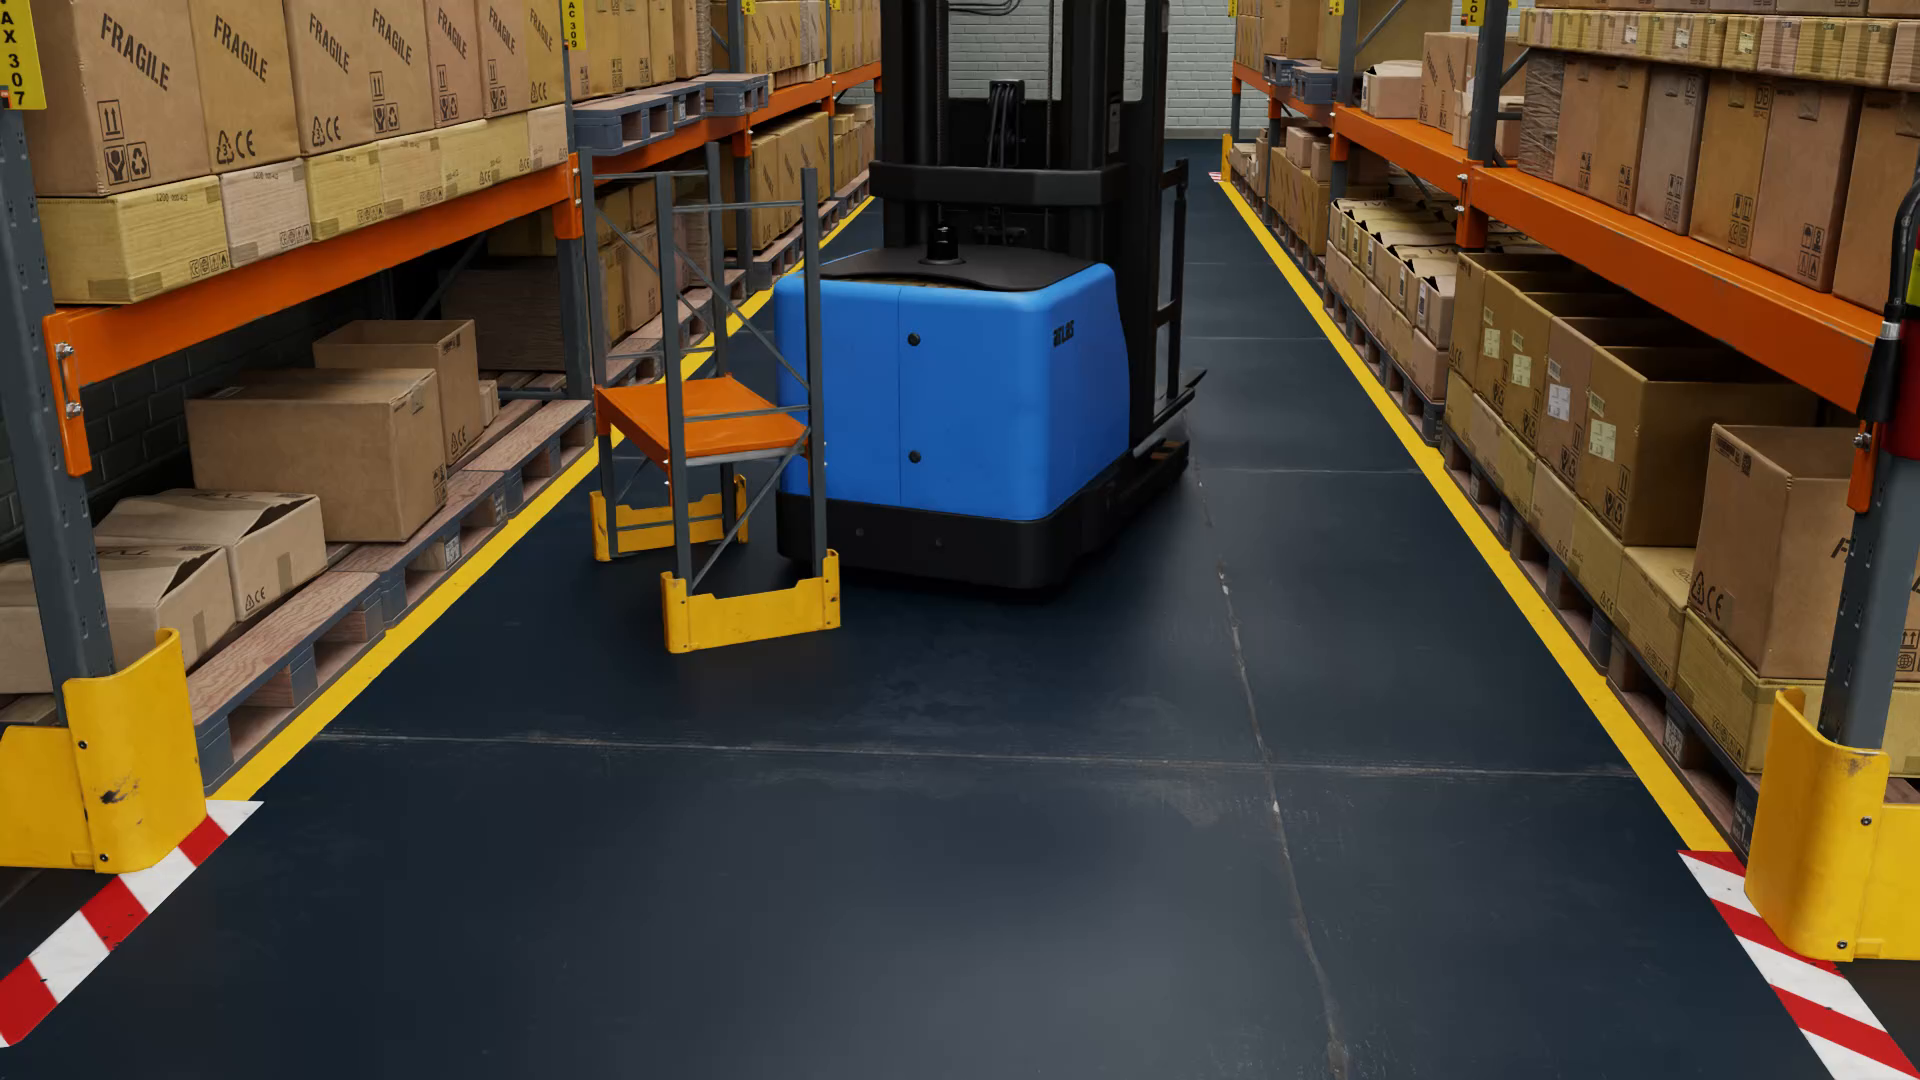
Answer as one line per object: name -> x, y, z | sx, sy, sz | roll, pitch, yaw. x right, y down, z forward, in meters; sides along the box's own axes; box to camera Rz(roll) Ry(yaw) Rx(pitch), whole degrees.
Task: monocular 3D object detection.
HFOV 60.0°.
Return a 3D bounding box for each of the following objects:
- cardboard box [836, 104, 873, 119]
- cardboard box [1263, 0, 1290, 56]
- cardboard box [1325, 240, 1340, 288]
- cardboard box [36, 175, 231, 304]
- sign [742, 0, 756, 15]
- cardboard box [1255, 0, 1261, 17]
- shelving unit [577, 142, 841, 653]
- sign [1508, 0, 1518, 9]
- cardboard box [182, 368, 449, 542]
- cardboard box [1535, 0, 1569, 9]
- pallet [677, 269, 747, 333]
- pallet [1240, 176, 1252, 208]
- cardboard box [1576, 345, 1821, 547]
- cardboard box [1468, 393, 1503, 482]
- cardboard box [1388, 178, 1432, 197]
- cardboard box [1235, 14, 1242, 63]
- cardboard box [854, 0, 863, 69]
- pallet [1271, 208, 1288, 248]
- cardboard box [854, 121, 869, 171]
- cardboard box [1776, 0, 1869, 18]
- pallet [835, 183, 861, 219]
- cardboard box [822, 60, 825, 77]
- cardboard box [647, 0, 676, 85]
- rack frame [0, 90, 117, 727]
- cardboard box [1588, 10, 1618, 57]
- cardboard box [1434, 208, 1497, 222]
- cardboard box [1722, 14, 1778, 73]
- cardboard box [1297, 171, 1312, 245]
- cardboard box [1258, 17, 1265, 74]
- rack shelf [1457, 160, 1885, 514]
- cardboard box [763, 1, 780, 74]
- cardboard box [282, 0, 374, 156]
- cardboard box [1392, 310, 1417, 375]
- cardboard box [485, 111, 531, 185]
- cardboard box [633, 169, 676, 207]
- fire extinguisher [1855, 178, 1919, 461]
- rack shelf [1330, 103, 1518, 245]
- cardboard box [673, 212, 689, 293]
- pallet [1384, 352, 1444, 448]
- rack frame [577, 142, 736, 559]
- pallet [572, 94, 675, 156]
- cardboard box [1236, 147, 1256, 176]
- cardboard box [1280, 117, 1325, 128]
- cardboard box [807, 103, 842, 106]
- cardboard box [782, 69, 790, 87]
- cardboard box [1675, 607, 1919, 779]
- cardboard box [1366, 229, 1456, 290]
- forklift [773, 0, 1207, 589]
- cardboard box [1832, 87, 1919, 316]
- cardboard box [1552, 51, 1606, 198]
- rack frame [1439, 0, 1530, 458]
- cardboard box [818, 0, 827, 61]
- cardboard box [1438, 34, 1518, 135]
cardboard box -> -1.156, -4.693, 18.228 | 0.380, 0.149, 0.250 | 1, 18, 3
cardboard box -> 3.020, -4.390, 14.169 | 0.700, 0.500, 0.500 | -5, 19, -15
cardboard box -> 2.659, -1.780, 10.779 | 0.500, 0.250, 0.500 | 1, 18, 4
cardboard box -> -2.173, -0.750, 4.105 | 0.500, 0.250, 0.500 | 1, 18, 2
sign -> -1.409, -3.656, 11.030 | 0.100, 0.325, 0.005 | 1, 18, 4
cardboard box -> 3.125, -5.286, 15.973 | 0.500, 0.500, 0.500 | 1, 18, 4
shelving unit -> -0.885, -0.539, 5.658 | 0.587, 1.500, 1.083 | -8, 20, -24
sign -> 3.544, -3.582, 10.678 | 0.100, 0.325, 0.005 | 1, 18, 4
cardboard box -> -2.242, -0.306, 5.846 | 0.700, 0.500, 0.500 | 0, 18, 0
cardboard box -> 2.678, -2.327, 6.463 | 0.700, 0.500, 0.500 | 1, 18, 4
pallet -> -2.009, -1.585, 10.920 | 1.003, 0.211, 1.213 | 1, 18, 4
pallet -> 3.412, -3.553, 16.928 | 1.003, 0.211, 1.213 | 1, 18, 4
cardboard box -> 2.215, -0.292, 5.033 | 0.500, 0.500, 0.500 | 1, 18, 4
cardboard box -> 2.327, -0.401, 6.571 | 0.500, 0.250, 0.500 | 1, 18, 4
cardboard box -> 3.340, -2.362, 12.122 | 0.500, 0.500, 0.500 | 1, 18, 2
cardboard box -> 3.269, -5.443, 18.057 | 0.500, 0.500, 0.500 | 2, 18, 5
cardboard box -> -1.509, -5.158, 16.866 | 0.980, 0.700, 0.700 | 0, 18, 1
pallet -> 3.256, -2.707, 14.345 | 1.003, 0.211, 1.213 | 1, 18, 4
cardboard box -> -1.364, -4.274, 17.988 | 0.700, 0.500, 0.500 | 1, 18, 4
cardboard box -> 2.499, -1.547, 4.083 | 0.700, 0.500, 0.500 | 1, 18, 2
pallet -> -1.532, -3.304, 16.167 | 1.003, 0.211, 1.213 | 1, 18, 4
cardboard box -> -1.406, -4.174, 14.714 | 0.380, 0.149, 0.250 | 1, 18, 4
cardboard box -> -2.042, -2.875, 9.514 | 0.700, 0.500, 0.500 | 1, 18, 4
rack frame -> -2.525, -0.668, 3.644 | 1.000, 3.000, 0.127 | 1, 18, 4
cardboard box -> 2.419, -1.760, 5.775 | 0.380, 0.149, 0.250 | 1, 18, 2
cardboard box -> 3.167, -1.873, 10.162 | 0.500, 0.311, 0.500 | 1, 18, 3
cardboard box -> 2.328, -1.357, 4.546 | 0.380, 0.149, 0.250 | 2, 18, 6
cardboard box -> 2.860, -2.521, 12.606 | 0.500, 0.500, 0.500 | 1, 18, 2
cardboard box -> 3.092, -4.654, 15.648 | 0.500, 0.500, 0.500 | 2, 18, 5
rack shelf -> 2.560, -0.838, 5.317 | 1.077, 0.370, 4.000 | 1, 18, 4
cardboard box -> -1.614, -3.658, 12.100 | 0.500, 0.500, 0.500 | 2, 18, 6
cardboard box -> -2.102, -1.418, 4.936 | 0.500, 0.500, 0.500 | 1, 18, 2
cardboard box -> 2.482, -0.986, 8.356 | 0.500, 0.250, 0.500 | 1, 18, 3
cardboard box -> -2.014, -1.540, 6.514 | 0.500, 0.250, 0.500 | 1, 18, 4
cardboard box -> -2.054, -2.130, 10.208 | 0.500, 0.250, 0.500 | 2, 18, 5
fire extinguisher -> 1.945, -0.495, 3.241 | 0.296, 0.674, 0.183 | 1, 18, 4
rack shelf -> 2.847, -2.080, 9.109 | 1.077, 0.370, 4.000 | 1, 18, 4
cardboard box -> -2.104, -1.791, 10.381 | 0.700, 0.500, 0.500 | 1, 18, 4
pallet -> 2.717, -0.705, 8.236 | 1.003, 0.211, 1.213 | 1, 18, 4
rack frame -> -1.095, -0.680, 6.089 | 0.500, 1.500, 0.032 | -8, 20, -24
pallet -> -2.038, -2.053, 8.179 | 1.003, 0.211, 1.213 | 1, 18, 4
cardboard box -> 3.170, -3.957, 17.391 | 0.500, 0.250, 0.500 | 1, 18, 4
cardboard box -> 3.770, -4.374, 18.264 | 0.500, 0.500, 0.500 | 1, 18, 4
cardboard box -> -1.519, -4.781, 18.494 | 0.380, 0.149, 0.250 | 1, 18, 4
cardboard box -> -1.572, -3.698, 13.262 | 0.380, 0.149, 0.250 | 2, 18, 6
cardboard box -> 2.160, 0.376, 4.201 | 0.500, 0.250, 0.500 | 1, 18, 4
cardboard box -> 2.555, -1.565, 9.222 | 0.500, 0.311, 0.500 | 1, 18, 3
forklift -> 0.356, -1.644, 6.734 | 1.130, 2.935, 3.031 | 7, 19, 21
cardboard box -> 2.463, -0.751, 3.736 | 0.700, 0.500, 0.500 | 1, 18, 4
cardboard box -> 2.646, -1.546, 6.164 | 0.700, 0.500, 0.500 | 1, 18, 3
rack frame -> 2.703, -1.801, 7.101 | 1.000, 3.000, 0.127 | 1, 18, 4
cardboard box -> -1.446, -4.444, 14.498 | 0.500, 0.500, 0.500 | 1, 18, 3
cardboard box -> 2.848, -2.406, 8.786 | 0.500, 0.500, 0.500 | 1, 18, 4
